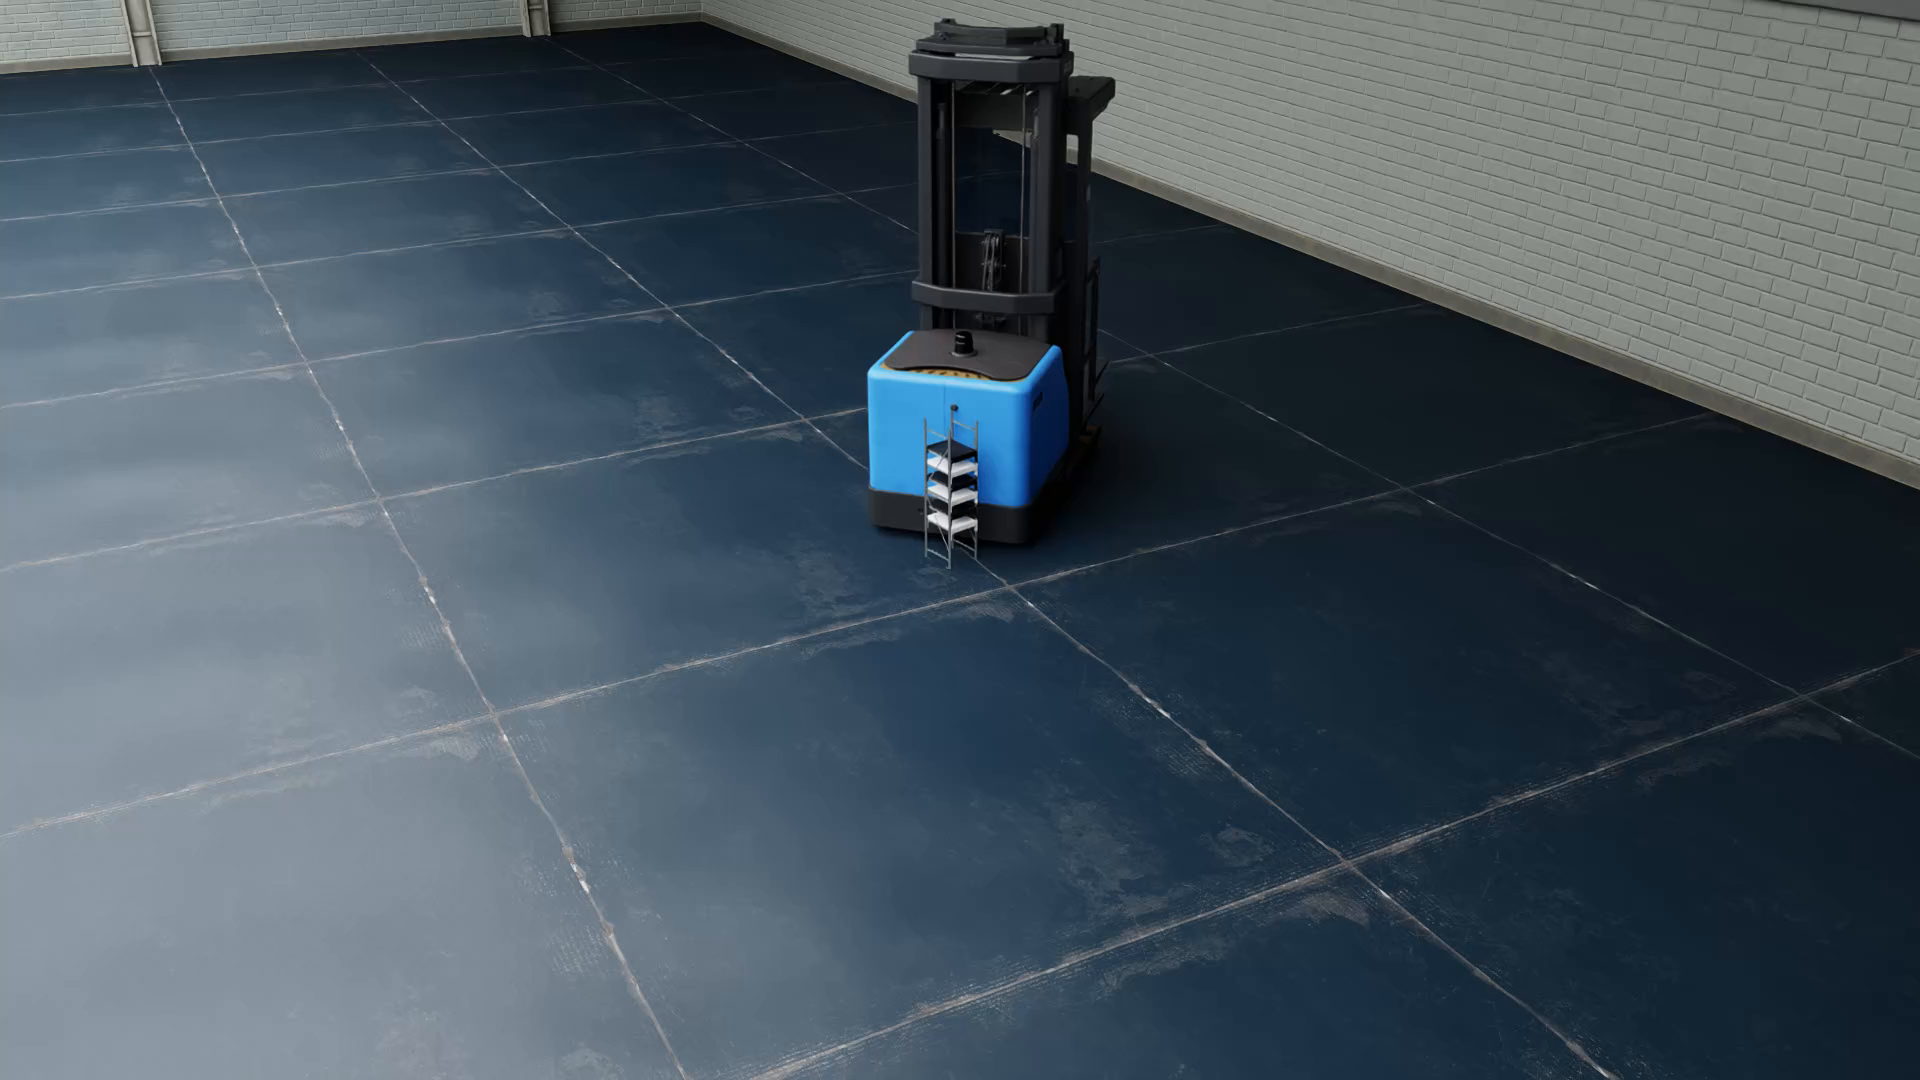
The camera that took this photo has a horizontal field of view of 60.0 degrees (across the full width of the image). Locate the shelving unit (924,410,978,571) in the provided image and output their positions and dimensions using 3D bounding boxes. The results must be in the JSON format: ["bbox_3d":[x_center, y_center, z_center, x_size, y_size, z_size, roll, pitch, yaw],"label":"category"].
[{"bbox_3d":[-0.054,-0.291,9.817,0.210,0.900,0.258,-20,32,-36],"label":"shelving unit"}]

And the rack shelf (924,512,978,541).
[{"bbox_3d":[-0.054,-0.099,9.909,0.200,0.077,0.258,-20,32,-36],"label":"rack shelf"}]

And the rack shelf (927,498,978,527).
[{"bbox_3d":[-0.054,-0.180,9.870,0.200,0.077,0.258,-20,32,-36],"label":"rack shelf"}]

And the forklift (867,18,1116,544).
[{"bbox_3d":[0.352,-1.914,10.851,1.130,2.935,3.031,8,27,15],"label":"forklift"}]

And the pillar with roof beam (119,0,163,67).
[{"bbox_3d":[-10.369,-9.671,19.997,0.400,9.000,9.100,-13,29,-25],"label":"pillar with roof beam"}]

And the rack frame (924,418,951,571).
[{"bbox_3d":[-0.131,-0.263,9.757,0.006,0.900,0.240,-20,32,-36],"label":"rack frame"}]

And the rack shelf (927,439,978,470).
[{"bbox_3d":[-0.054,-0.505,9.714,0.200,0.077,0.258,-20,32,-36],"label":"rack shelf"}]

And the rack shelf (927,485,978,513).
[{"bbox_3d":[-0.054,-0.261,9.831,0.200,0.077,0.258,-20,32,-36],"label":"rack shelf"}]

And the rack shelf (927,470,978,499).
[{"bbox_3d":[-0.054,-0.342,9.792,0.200,0.077,0.258,-20,32,-36],"label":"rack shelf"}]

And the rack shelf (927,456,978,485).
[{"bbox_3d":[-0.054,-0.423,9.753,0.200,0.077,0.258,-20,32,-36],"label":"rack shelf"}]

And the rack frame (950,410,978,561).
[{"bbox_3d":[0.024,-0.320,9.876,0.006,0.900,0.240,-20,32,-36],"label":"rack frame"}]

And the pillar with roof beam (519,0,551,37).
[{"bbox_3d":[-5.075,-10.893,22.542,0.400,9.000,9.100,-13,29,-25],"label":"pillar with roof beam"}]
